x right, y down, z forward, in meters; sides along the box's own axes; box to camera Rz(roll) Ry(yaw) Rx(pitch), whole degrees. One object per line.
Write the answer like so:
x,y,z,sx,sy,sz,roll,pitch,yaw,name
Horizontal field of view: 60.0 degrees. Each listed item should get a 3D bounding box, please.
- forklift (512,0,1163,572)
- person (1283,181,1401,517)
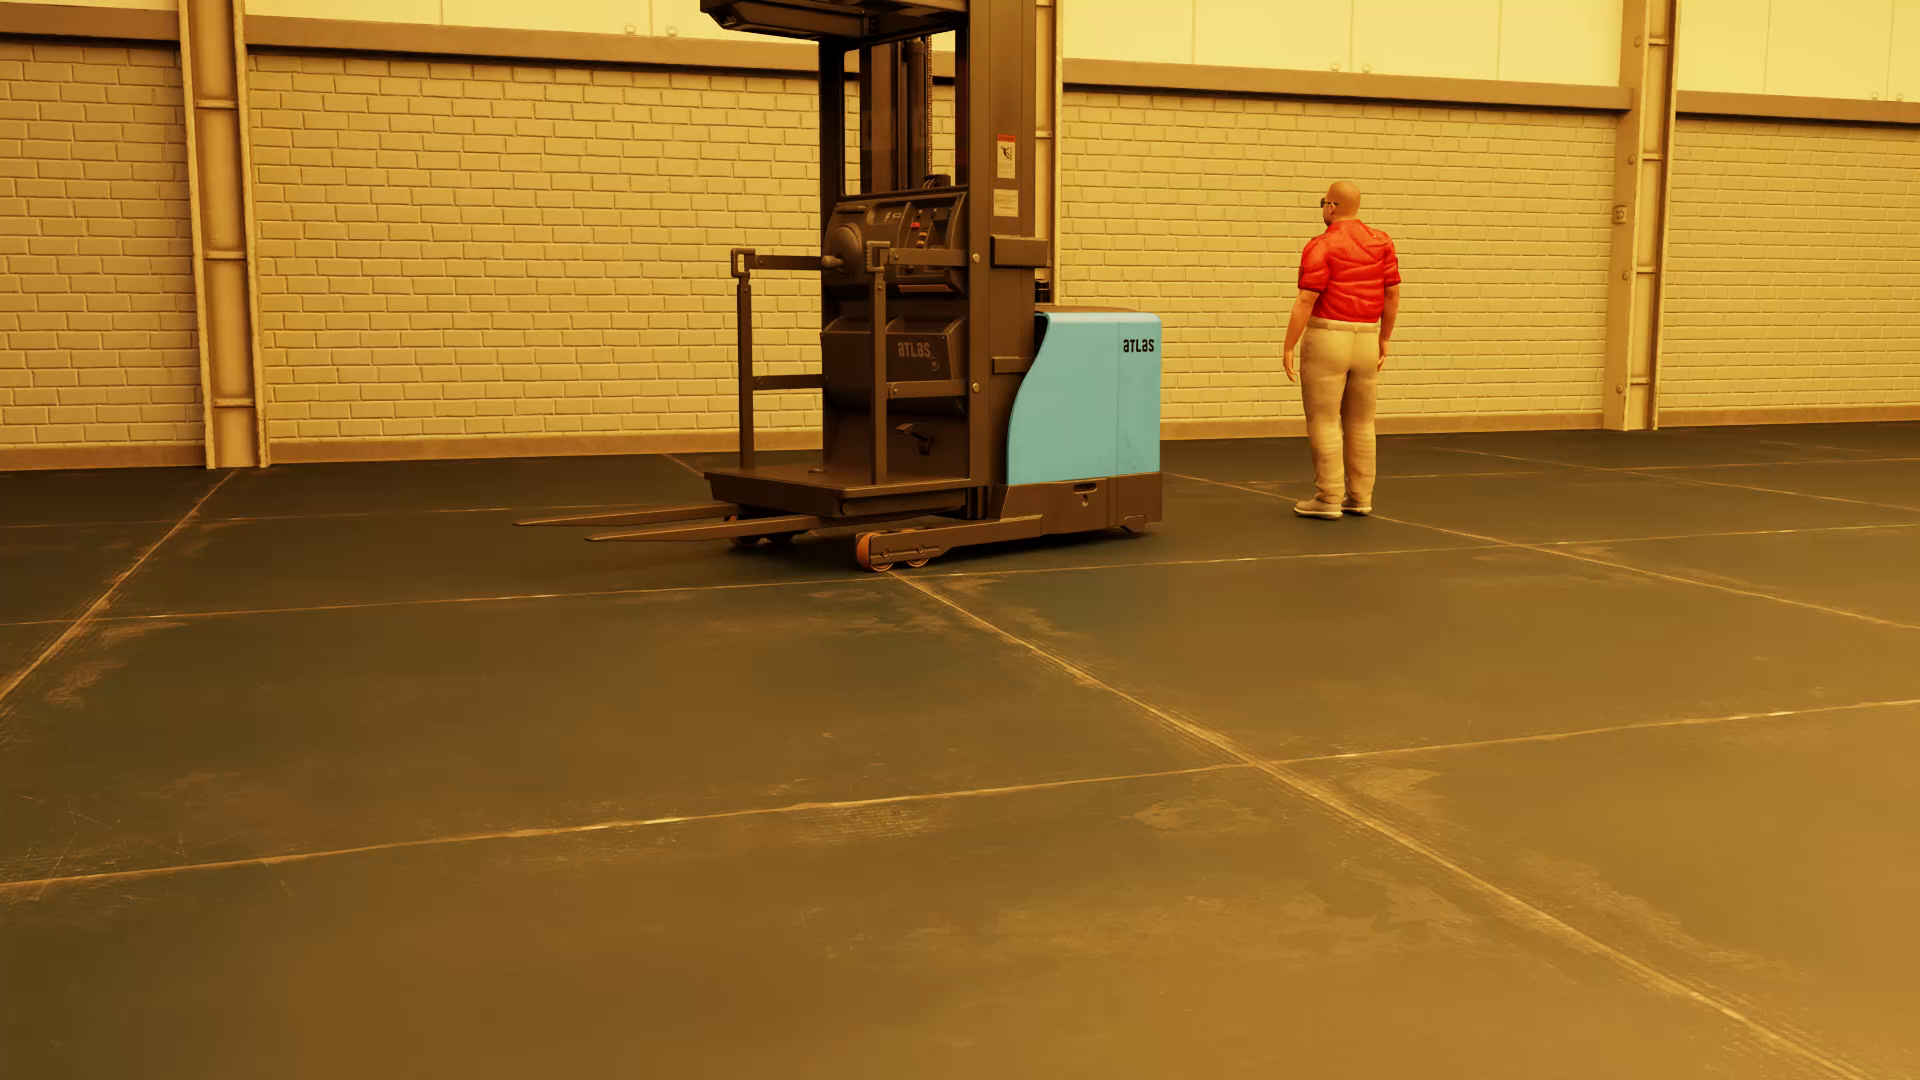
-0.461,-1.399,7.333,3.031,2.935,1.130,-7,10,-40,forklift
1.942,-0.985,8.693,0.642,1.727,0.550,-3,8,-19,person
